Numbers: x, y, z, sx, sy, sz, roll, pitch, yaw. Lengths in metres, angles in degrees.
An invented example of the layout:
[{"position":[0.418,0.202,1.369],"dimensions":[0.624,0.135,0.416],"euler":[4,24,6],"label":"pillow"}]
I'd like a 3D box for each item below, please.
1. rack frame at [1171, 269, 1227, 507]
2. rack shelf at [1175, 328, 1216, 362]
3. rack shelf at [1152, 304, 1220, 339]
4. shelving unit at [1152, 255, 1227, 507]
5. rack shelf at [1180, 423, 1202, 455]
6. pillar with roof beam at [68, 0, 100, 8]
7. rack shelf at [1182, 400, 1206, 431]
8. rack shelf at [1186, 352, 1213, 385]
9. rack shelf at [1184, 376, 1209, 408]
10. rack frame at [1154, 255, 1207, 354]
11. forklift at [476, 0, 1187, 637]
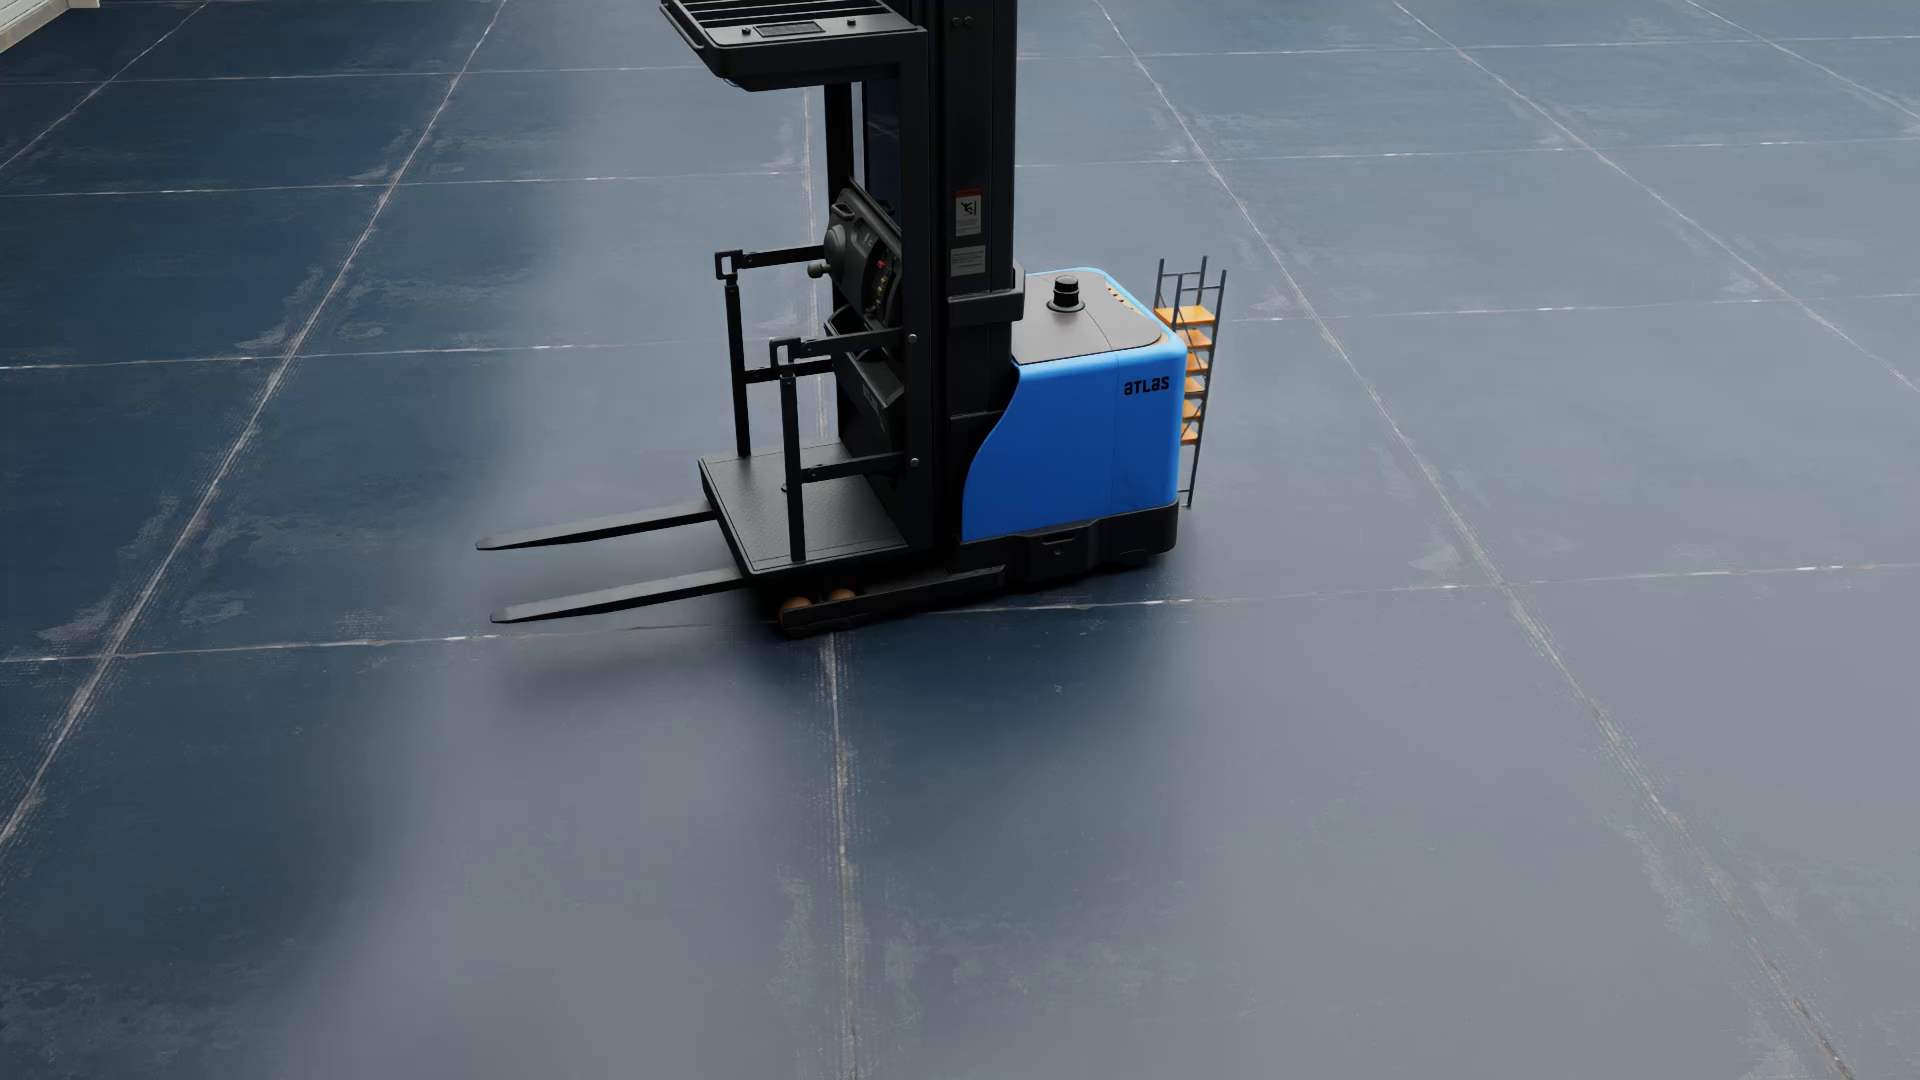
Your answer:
[{"position":[1.042,-0.674,7.692],"dimensions":[0.240,1.200,0.006],"euler":[-7,32,-20],"label":"rack frame"},{"position":[1.022,-0.888,7.669],"dimensions":[0.258,0.103,0.180],"euler":[-7,32,-20],"label":"rack shelf"},{"position":[1.030,-0.992,7.610],"dimensions":[0.258,0.103,0.180],"euler":[-7,32,-20],"label":"rack shelf"},{"position":[1.009,-0.718,7.765],"dimensions":[0.258,1.200,0.189],"euler":[-7,32,-20],"label":"shelving unit"},{"position":[0.991,-0.471,7.905],"dimensions":[0.258,0.103,0.180],"euler":[-7,32,-20],"label":"rack shelf"},{"position":[-4.545,-9.512,14.900],"dimensions":[9.100,9.000,0.400],"euler":[-3,31,-5],"label":"pillar with roof beam"},{"position":[0.998,-0.575,7.846],"dimensions":[0.258,0.103,0.180],"euler":[-7,32,-20],"label":"rack shelf"},{"position":[1.014,-0.783,7.728],"dimensions":[0.258,0.103,0.180],"euler":[-7,32,-20],"label":"rack shelf"},{"position":[1.006,-0.679,7.787],"dimensions":[0.258,0.103,0.180],"euler":[-7,32,-20],"label":"rack shelf"},{"position":[0.977,-0.762,7.839],"dimensions":[0.240,1.200,0.006],"euler":[-7,32,-20],"label":"rack frame"},{"position":[-0.587,-1.152,6.821],"dimensions":[3.031,2.935,1.130],"euler":[-10,32,-17],"label":"forklift"}]
